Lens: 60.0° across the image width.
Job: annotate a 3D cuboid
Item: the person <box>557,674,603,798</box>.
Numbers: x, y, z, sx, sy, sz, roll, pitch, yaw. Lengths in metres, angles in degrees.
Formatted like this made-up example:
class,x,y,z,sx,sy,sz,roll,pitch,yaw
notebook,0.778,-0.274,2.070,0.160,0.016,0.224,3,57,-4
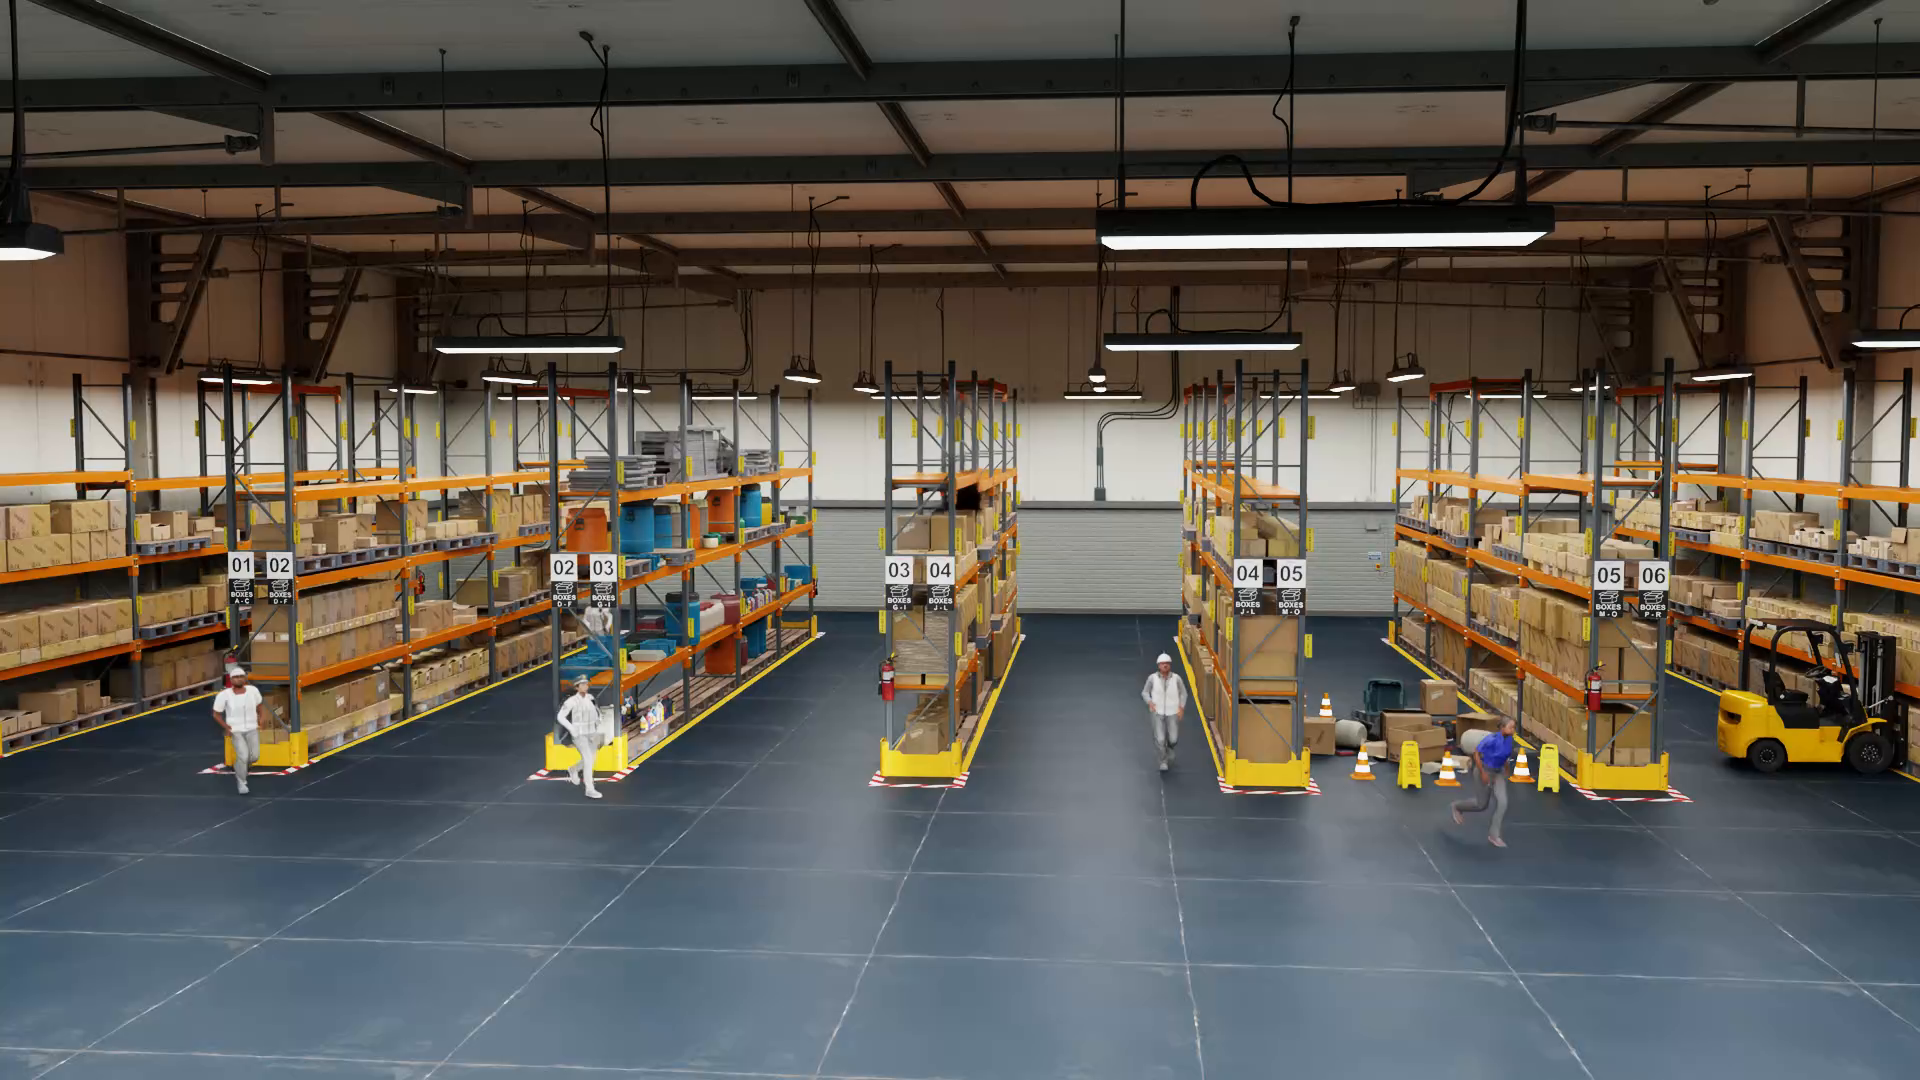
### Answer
class,x,y,z,sx,sy,sz,roll,pitch,yaw
person,-5.186,2.668,22.818,0.773,1.665,0.626,3,5,39

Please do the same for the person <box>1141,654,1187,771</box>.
class,x,y,z,sx,sy,sz,roll,pitch,yaw
person,3.005,2.532,24.502,0.661,1.724,0.597,0,4,4

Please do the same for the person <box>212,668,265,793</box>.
class,x,y,z,sx,sy,sz,roll,pitch,yaw
person,-9.985,2.628,23.080,0.696,1.730,0.552,-3,5,-43

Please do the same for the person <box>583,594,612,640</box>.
class,x,y,z,sx,sy,sz,roll,pitch,yaw
person,-7.562,1.907,34.573,0.604,1.654,0.538,0,4,4

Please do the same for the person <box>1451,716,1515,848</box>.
class,x,y,z,sx,sy,sz,roll,pitch,yaw
person,6.408,2.900,20.327,0.582,1.614,0.890,-3,5,-37
